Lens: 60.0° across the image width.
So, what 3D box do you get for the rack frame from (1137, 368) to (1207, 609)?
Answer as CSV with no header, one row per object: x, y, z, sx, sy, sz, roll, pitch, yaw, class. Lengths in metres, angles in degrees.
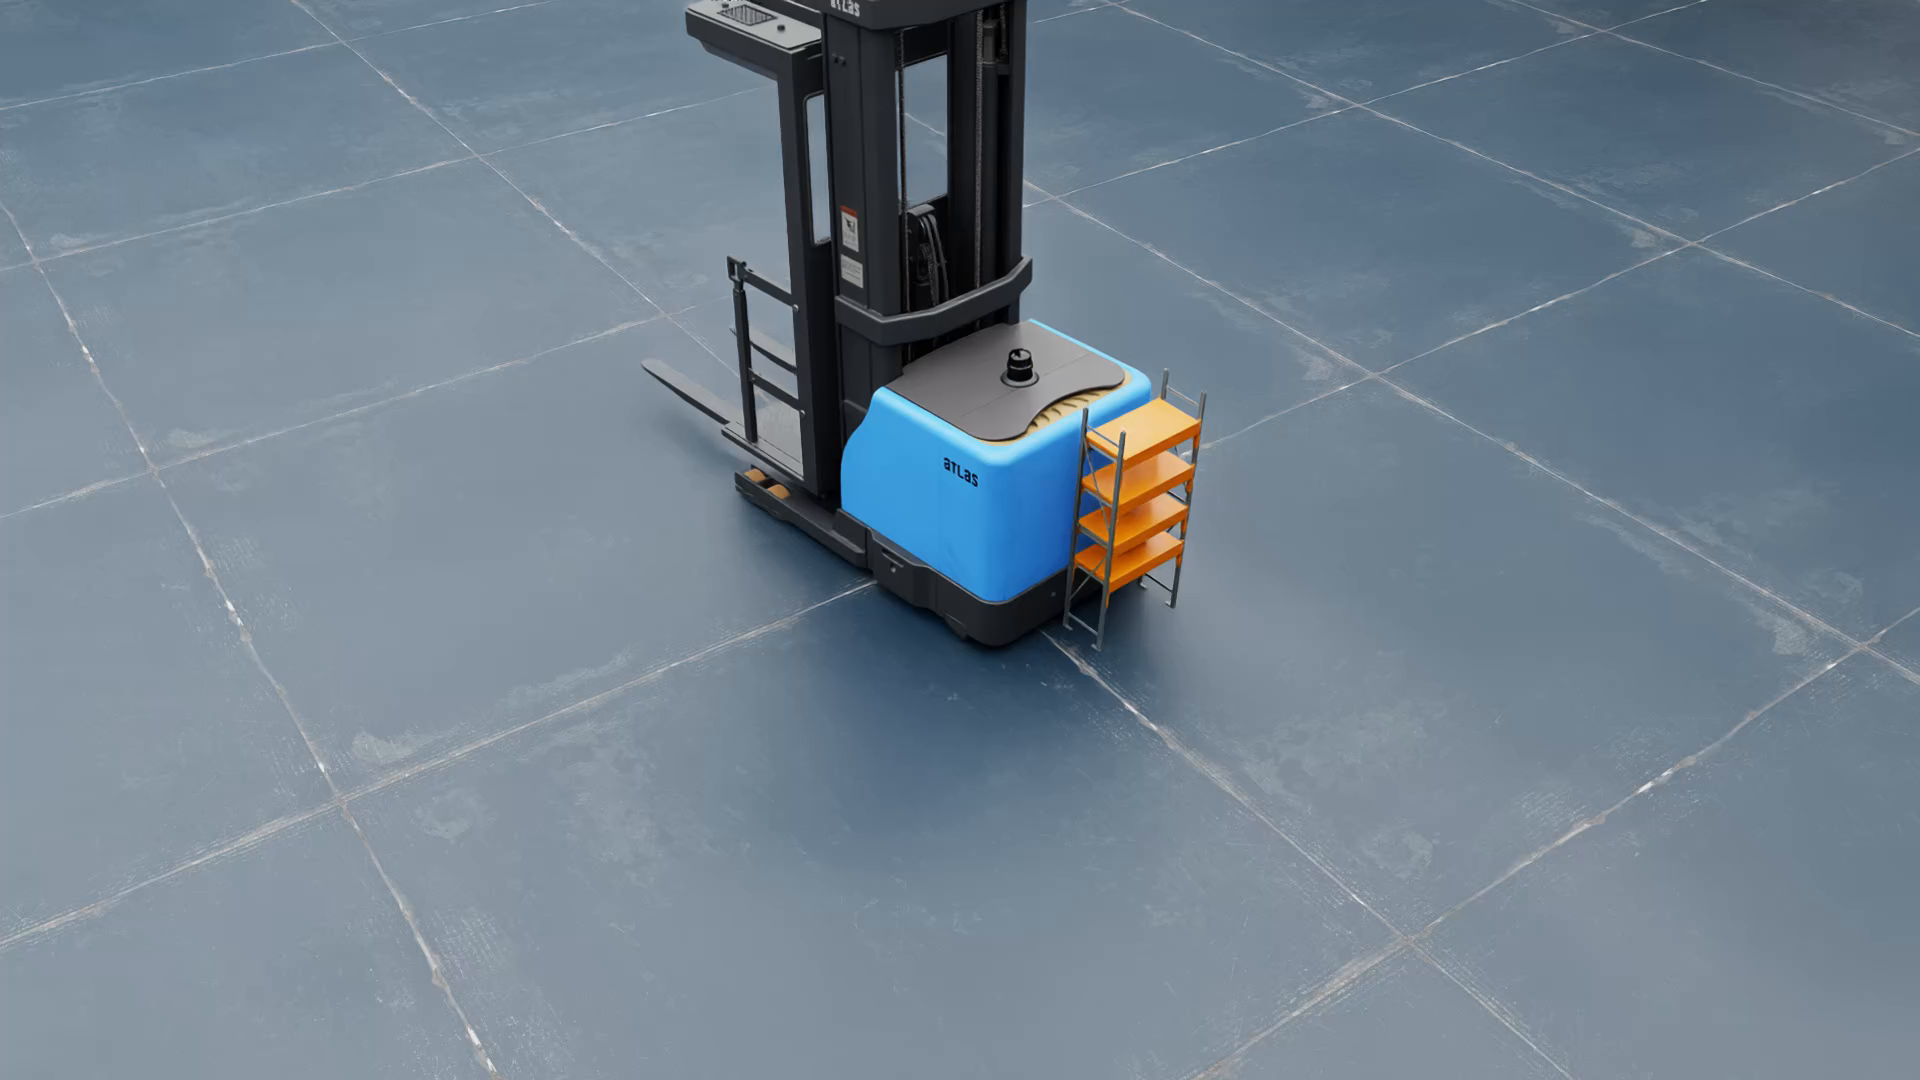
0.947,-0.211,7.505,0.015,1.200,0.240,-27,46,-32,rack frame

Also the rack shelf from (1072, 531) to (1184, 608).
0.754,0.092,7.538,0.480,0.148,0.258,-27,46,-32,rack shelf

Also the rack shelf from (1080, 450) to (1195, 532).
0.768,-0.241,7.279,0.480,0.148,0.258,-27,46,-32,rack shelf

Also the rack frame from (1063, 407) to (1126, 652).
0.578,-0.024,7.245,0.015,1.200,0.240,-27,46,-32,rack frame

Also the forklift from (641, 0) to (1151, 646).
-0.500,-1.484,7.803,1.130,2.935,3.031,-29,45,-34,forklift

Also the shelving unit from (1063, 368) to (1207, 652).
0.763,-0.118,7.375,0.503,1.200,0.258,-27,46,-32,shelving unit

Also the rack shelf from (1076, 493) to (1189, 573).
0.760,-0.065,7.416,0.480,0.148,0.258,-27,46,-32,rack shelf

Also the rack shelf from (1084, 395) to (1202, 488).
0.775,-0.428,7.134,0.480,0.148,0.258,-27,46,-32,rack shelf
